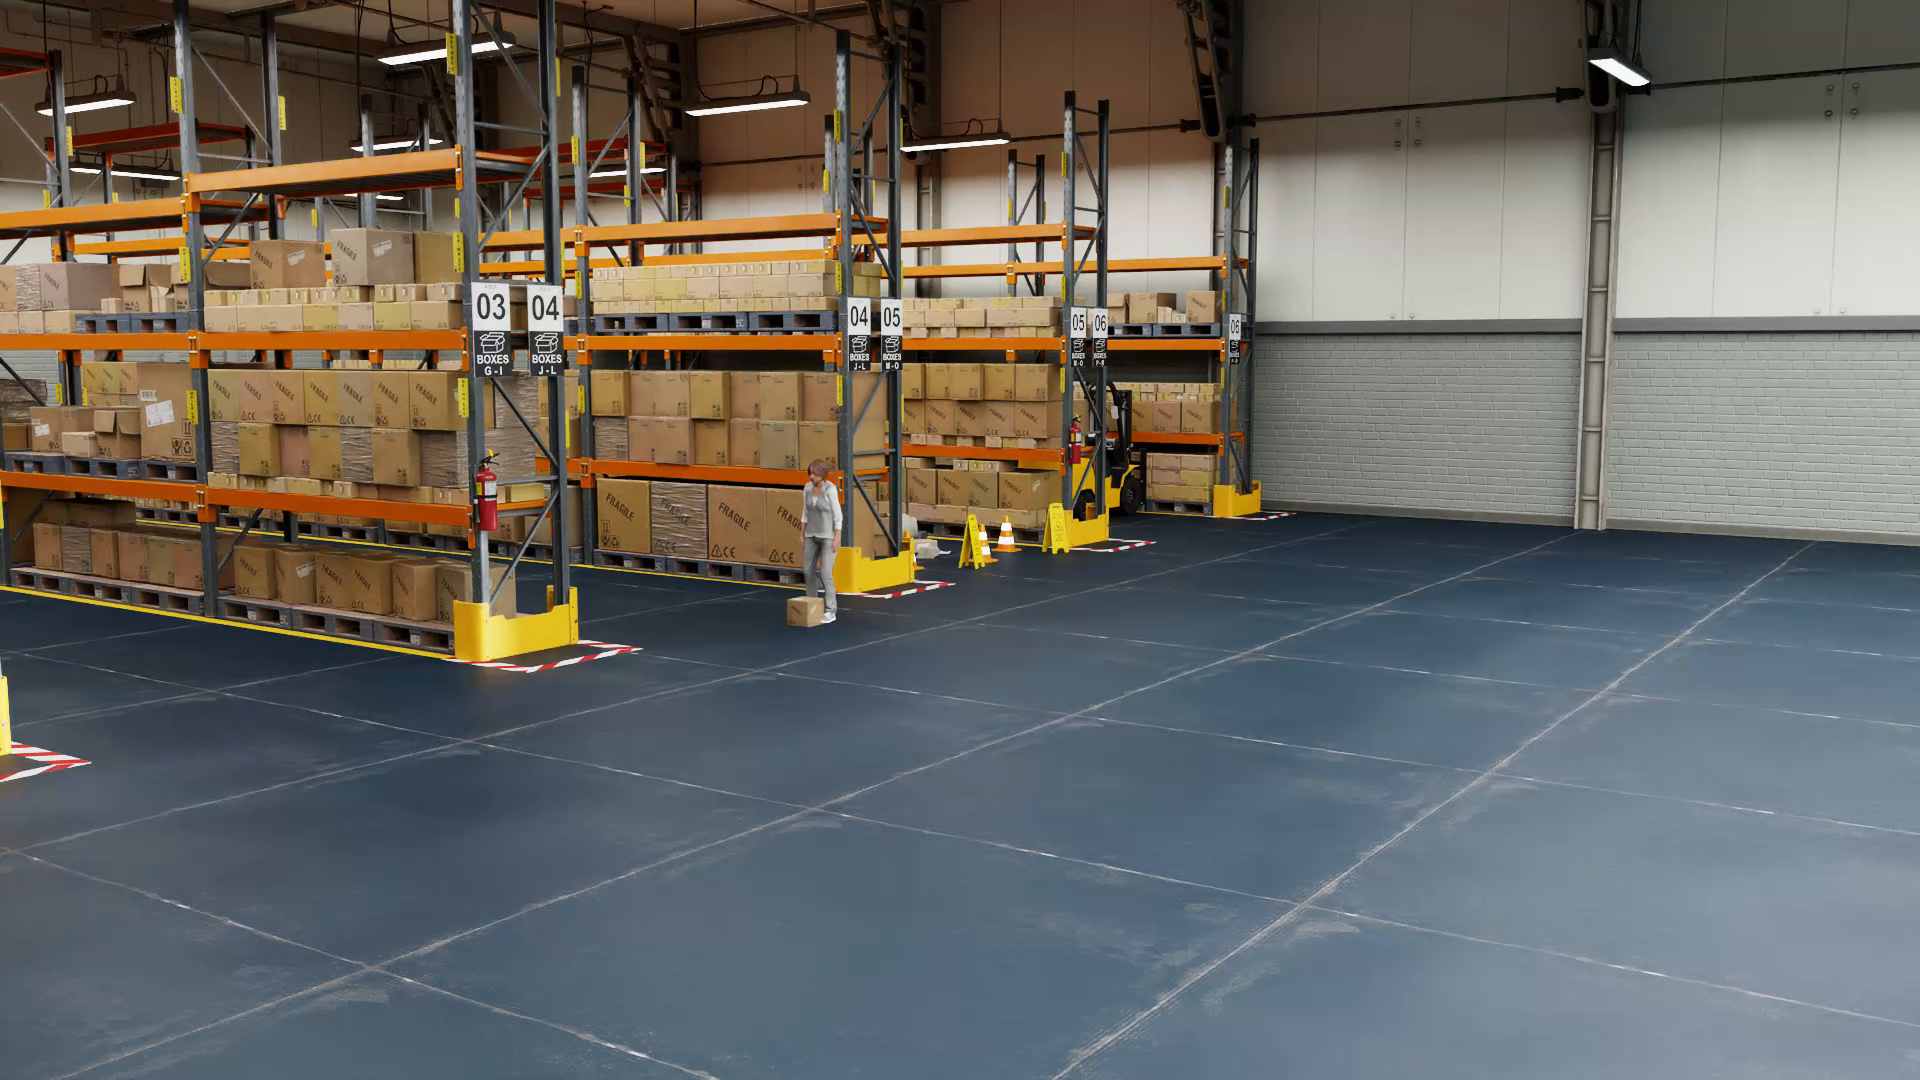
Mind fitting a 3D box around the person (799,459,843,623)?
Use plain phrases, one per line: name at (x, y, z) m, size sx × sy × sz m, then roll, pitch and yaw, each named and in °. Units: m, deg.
person at (-1.362, 0.003, 16.179) m, size 0.474 × 1.592 × 0.347 m, roll 4°, pitch 8°, yaw 30°
